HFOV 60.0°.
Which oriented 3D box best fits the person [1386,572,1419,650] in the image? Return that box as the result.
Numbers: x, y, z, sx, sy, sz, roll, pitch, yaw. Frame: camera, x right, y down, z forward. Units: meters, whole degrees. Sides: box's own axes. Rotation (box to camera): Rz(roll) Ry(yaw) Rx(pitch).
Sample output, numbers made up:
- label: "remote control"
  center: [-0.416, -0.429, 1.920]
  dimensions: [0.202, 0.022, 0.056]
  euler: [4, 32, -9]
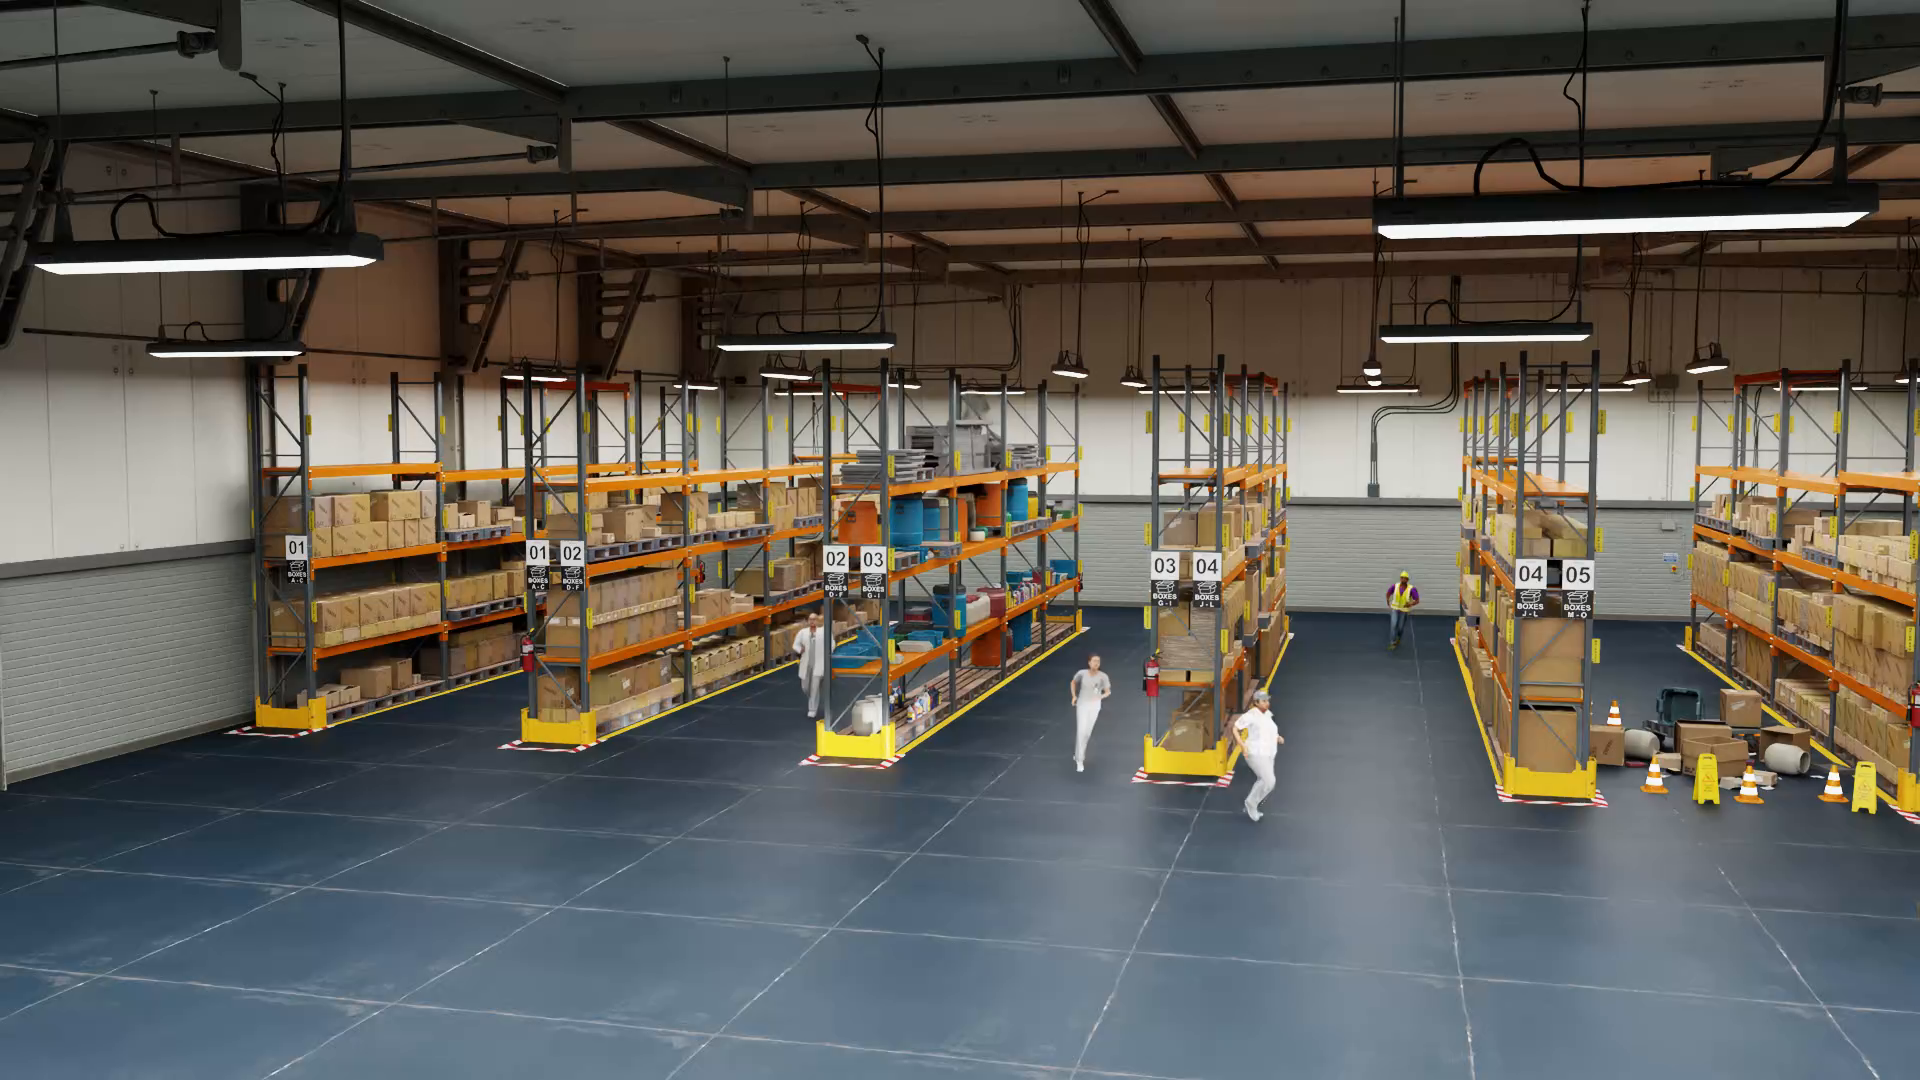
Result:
- label: "person"
  center: [9.921, 1.583, 37.336]
  dimensions: [0.748, 1.734, 0.786]
  euler: [2, 4, 24]

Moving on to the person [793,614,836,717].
- label: "person"
  center: [-2.531, 2.247, 28.734]
  dimensions: [0.721, 1.542, 0.958]
  euler: [0, 4, 5]

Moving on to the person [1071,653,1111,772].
- label: "person"
  center: [1.916, 2.498, 24.406]
  dimensions: [0.567, 1.677, 0.816]
  euler: [0, 4, -3]

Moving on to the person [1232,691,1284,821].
- label: "person"
  center: [3.817, 2.726, 21.013]
  dimensions: [0.587, 1.644, 0.644]
  euler: [-4, 5, -42]
